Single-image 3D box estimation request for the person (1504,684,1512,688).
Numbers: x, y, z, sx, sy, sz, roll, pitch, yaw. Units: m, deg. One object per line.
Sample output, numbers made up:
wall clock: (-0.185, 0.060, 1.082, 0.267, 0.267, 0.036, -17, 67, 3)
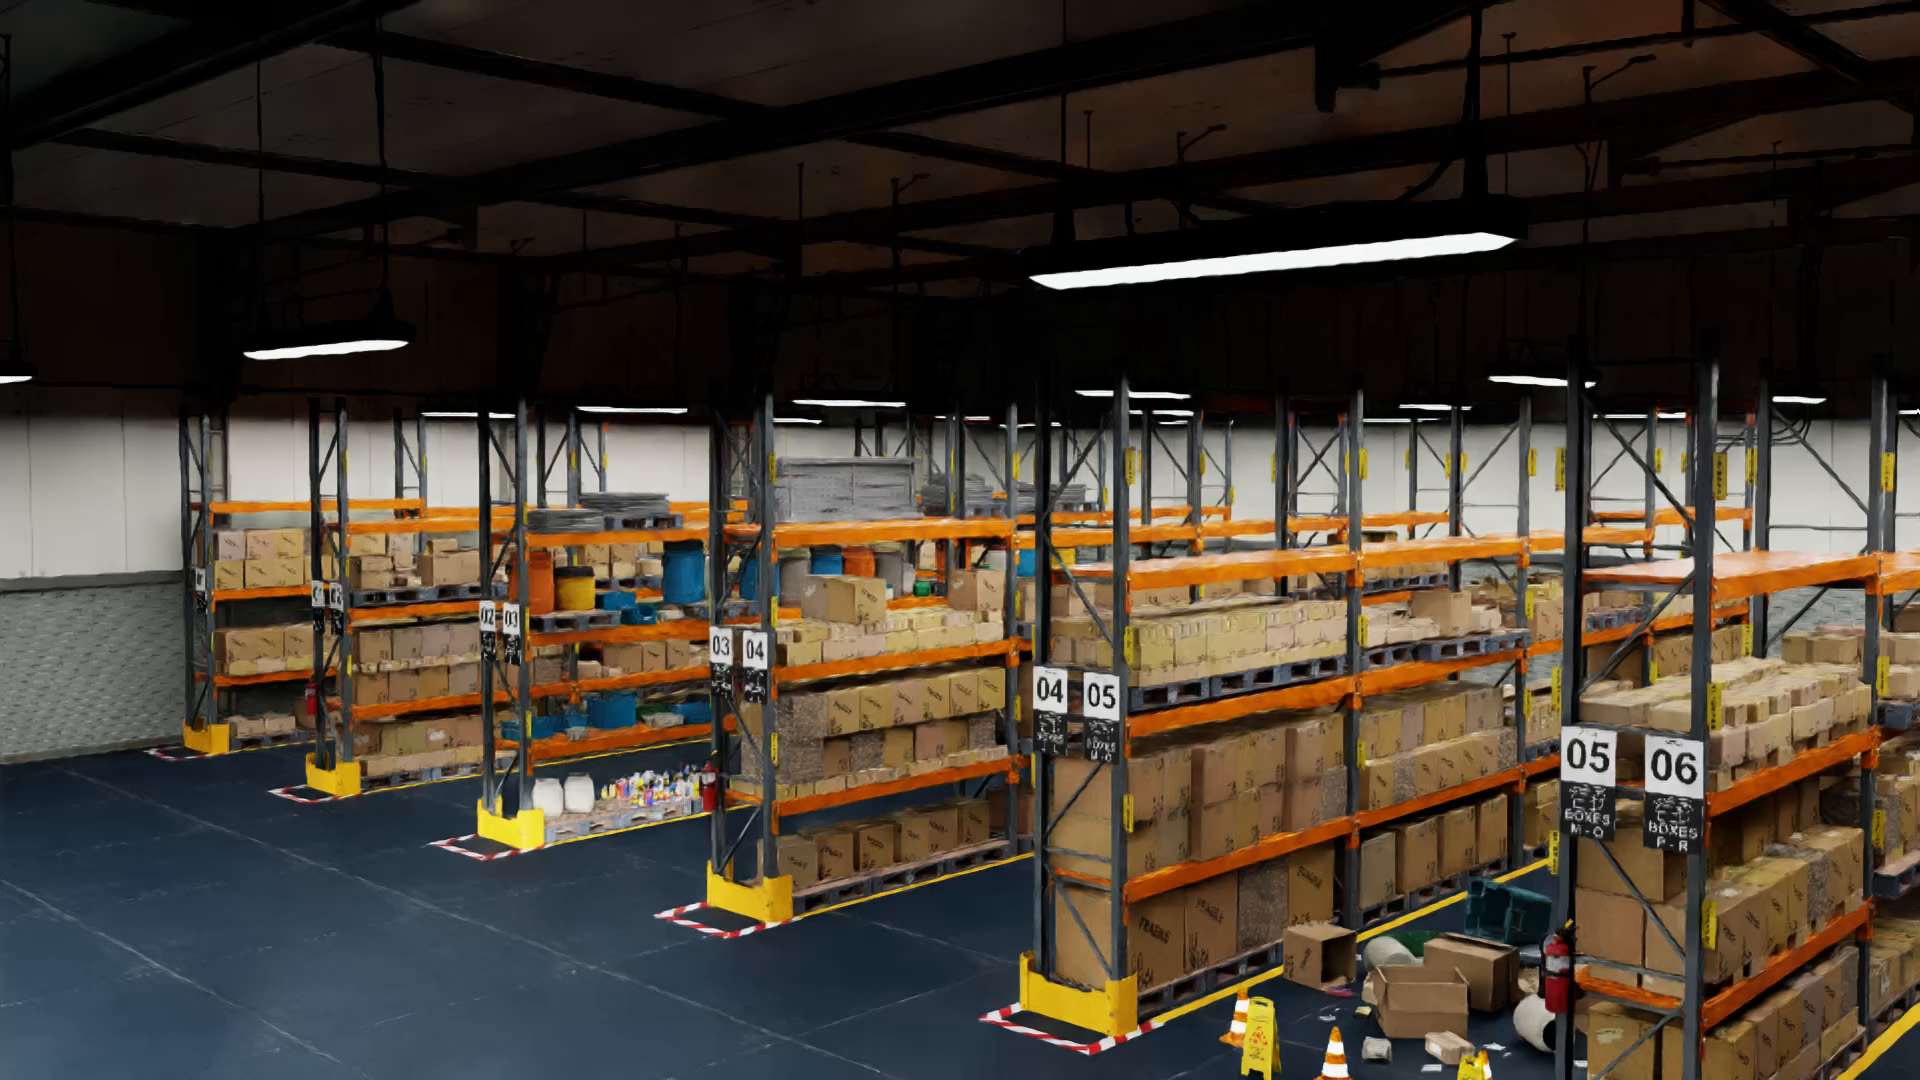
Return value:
person: (8.242, 2.995, 24.946, 0.575, 1.689, 1.127, 3, 4, 41)
